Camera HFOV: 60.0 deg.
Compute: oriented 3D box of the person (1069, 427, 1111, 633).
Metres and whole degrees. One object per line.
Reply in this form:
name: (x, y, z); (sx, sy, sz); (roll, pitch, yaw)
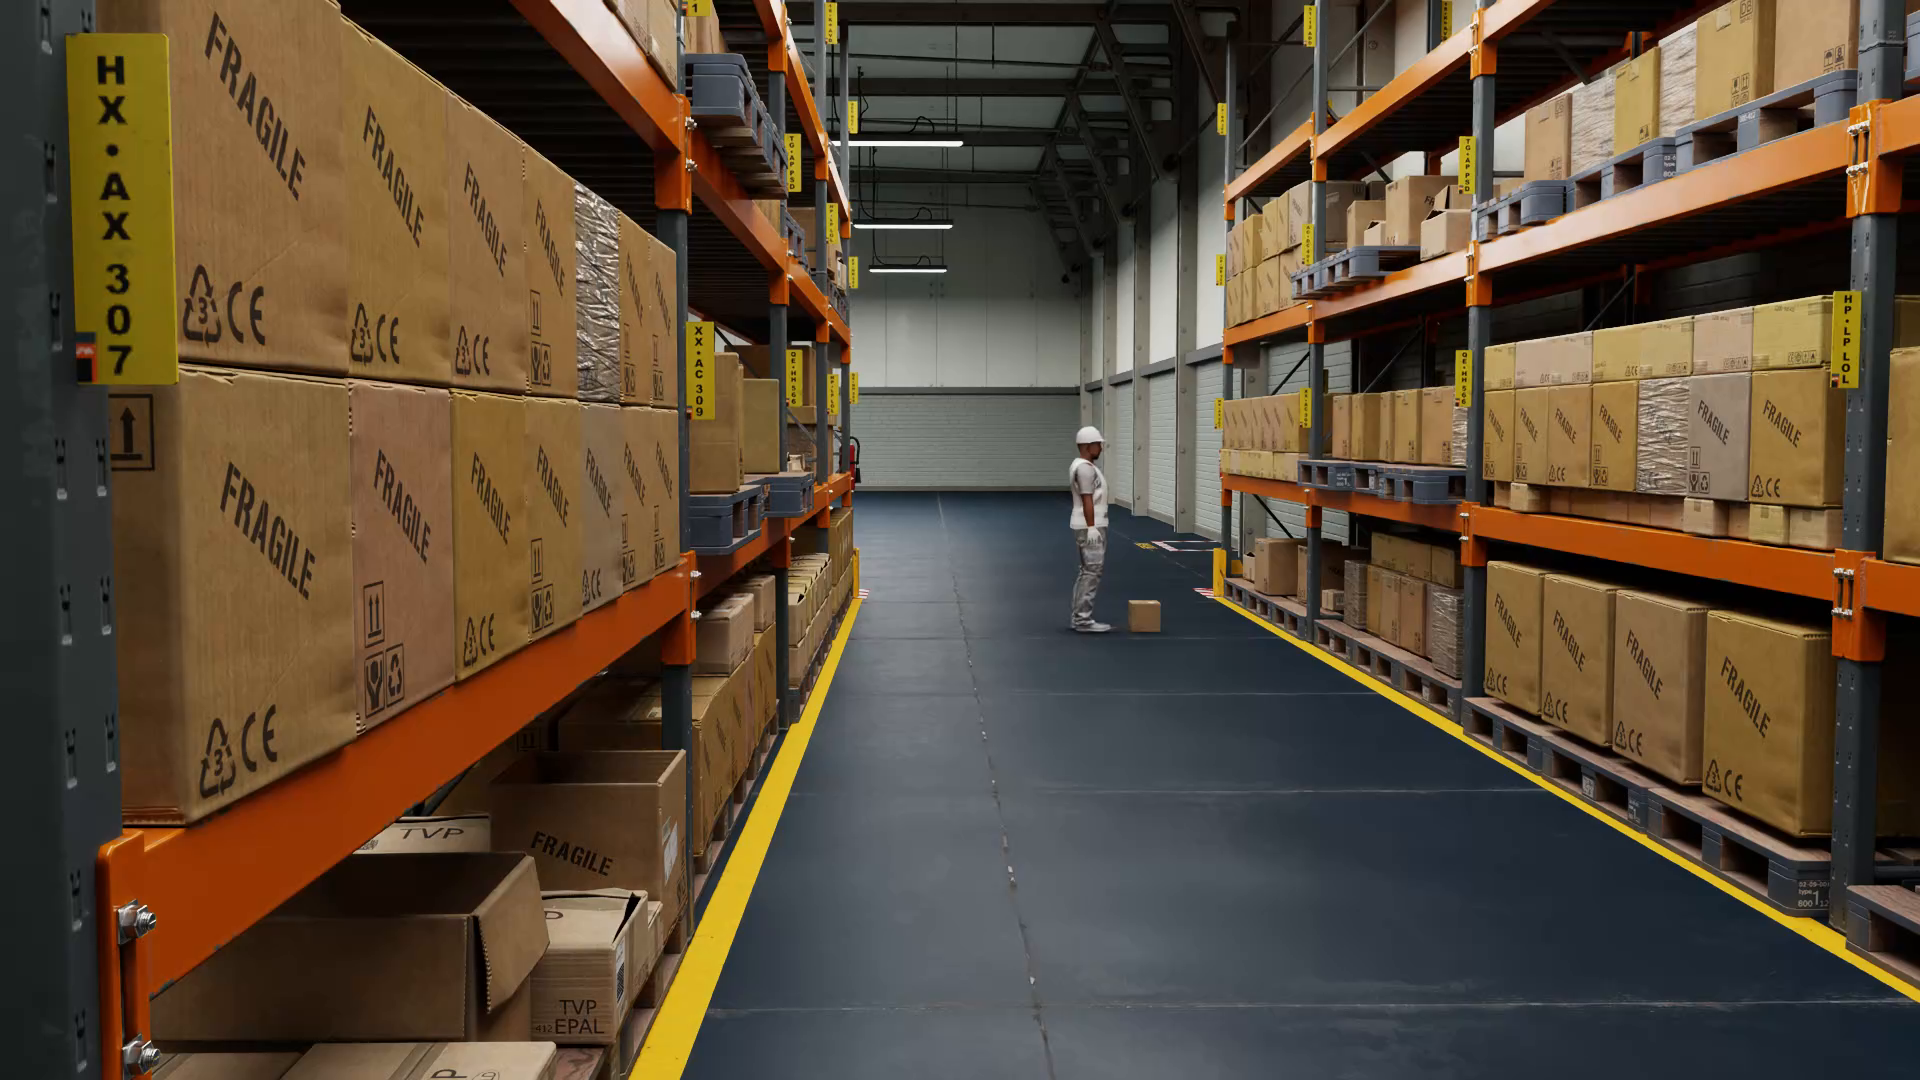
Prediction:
person: (1.130, -0.094, 14.514); (0.361, 1.779, 0.546); (0, 4, 0)
